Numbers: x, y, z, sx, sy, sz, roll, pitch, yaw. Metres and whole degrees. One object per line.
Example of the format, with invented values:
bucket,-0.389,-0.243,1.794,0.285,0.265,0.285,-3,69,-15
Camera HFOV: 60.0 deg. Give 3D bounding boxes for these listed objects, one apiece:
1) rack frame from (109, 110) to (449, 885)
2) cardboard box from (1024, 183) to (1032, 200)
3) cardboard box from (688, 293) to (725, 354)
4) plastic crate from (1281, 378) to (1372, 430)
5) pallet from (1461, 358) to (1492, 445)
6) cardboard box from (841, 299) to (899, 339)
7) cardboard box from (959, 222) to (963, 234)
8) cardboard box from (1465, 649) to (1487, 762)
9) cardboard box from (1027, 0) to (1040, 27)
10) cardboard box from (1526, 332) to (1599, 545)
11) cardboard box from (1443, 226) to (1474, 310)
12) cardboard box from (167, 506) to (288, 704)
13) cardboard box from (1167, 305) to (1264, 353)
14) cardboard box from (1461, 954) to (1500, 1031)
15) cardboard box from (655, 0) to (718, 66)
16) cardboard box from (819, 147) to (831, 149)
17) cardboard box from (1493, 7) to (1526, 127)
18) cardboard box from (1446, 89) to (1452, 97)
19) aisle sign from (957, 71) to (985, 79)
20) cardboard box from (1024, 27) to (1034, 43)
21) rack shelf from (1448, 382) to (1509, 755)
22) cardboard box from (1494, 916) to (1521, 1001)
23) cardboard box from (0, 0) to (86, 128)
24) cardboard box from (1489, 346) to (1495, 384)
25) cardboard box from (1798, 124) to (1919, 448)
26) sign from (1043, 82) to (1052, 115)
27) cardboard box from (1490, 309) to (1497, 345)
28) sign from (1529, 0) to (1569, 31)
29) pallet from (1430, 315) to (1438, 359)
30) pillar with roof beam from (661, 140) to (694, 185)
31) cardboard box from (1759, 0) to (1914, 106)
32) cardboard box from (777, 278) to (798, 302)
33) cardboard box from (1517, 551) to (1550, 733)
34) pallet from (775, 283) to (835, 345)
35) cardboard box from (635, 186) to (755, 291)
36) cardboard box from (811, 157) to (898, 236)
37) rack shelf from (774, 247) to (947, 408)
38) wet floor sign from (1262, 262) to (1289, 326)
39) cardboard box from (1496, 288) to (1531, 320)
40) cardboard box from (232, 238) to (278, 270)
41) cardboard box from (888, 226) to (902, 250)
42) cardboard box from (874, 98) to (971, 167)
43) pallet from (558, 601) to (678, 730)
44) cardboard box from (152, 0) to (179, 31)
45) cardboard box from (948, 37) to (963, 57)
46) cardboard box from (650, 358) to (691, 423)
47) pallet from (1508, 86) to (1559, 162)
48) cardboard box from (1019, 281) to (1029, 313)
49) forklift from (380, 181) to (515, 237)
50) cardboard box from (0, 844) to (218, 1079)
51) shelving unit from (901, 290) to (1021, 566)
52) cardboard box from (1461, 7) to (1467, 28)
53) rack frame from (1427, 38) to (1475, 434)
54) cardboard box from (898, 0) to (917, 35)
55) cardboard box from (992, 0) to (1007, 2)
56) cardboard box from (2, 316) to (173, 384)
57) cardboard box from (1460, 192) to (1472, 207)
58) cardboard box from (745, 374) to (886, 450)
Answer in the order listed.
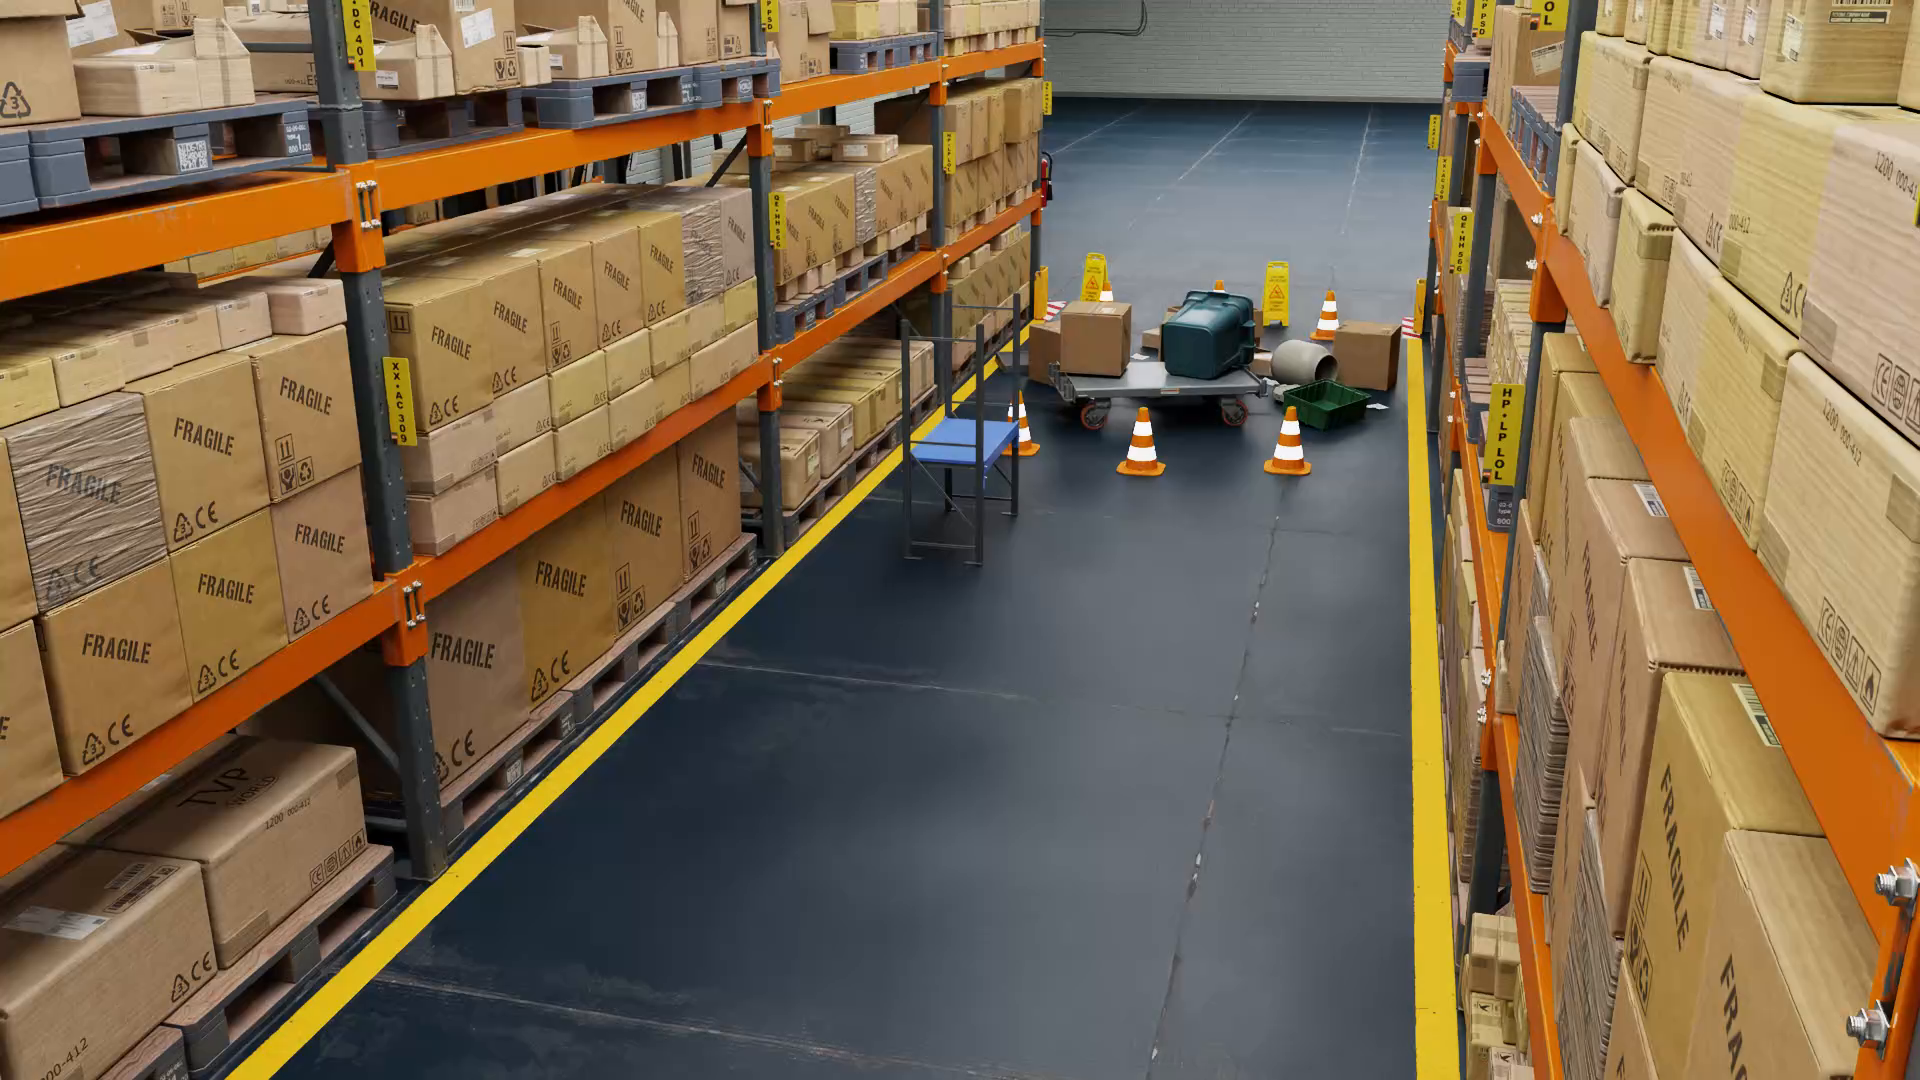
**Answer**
rack frame,-2.579,-0.099,6.338,1.000,3.000,0.127,5,19,13
cardboard box,0.515,-3.519,16.740,0.380,0.149,0.250,4,19,13
cardboard box,-1.595,-1.186,8.977,0.500,0.250,0.500,4,19,12
plastic crate,2.972,-1.102,13.535,0.450,0.188,0.662,29,33,36
pallet,3.152,-0.671,8.309,1.213,0.211,1.003,5,19,13
cardboard box,-0.740,-2.066,14.539,0.500,0.500,0.500,4,19,13
cardboard box,-0.189,-2.730,14.429,0.380,0.149,0.250,5,19,13
cardboard box,2.183,0.636,6.243,0.500,0.250,0.500,4,19,12
cardboard box,0.489,-5.168,16.309,0.500,0.250,0.500,4,19,13
cardboard box,1.899,-0.279,4.703,0.500,0.500,0.500,5,20,15
cardboard box,3.564,-1.837,11.269,0.500,0.500,0.500,5,19,13
cardboard box,-2.565,0.181,5.364,0.500,0.500,0.500,4,19,12
cardboard box,2.379,-1.929,15.556,0.797,0.503,0.637,-9,21,-24
cardboard box,1.845,1.499,5.419,0.380,0.149,0.250,4,19,11
cardboard box,-1.659,-2.693,8.487,0.700,0.500,0.500,4,19,11
cardboard box,-1.017,-2.869,13.183,0.500,0.500,0.500,5,20,15
cardboard box,2.710,-2.145,7.533,0.500,0.500,0.500,5,19,13
cardboard box,5.049,-3.970,15.768,0.875,0.550,0.550,5,19,13
aisle sign,0.068,-5.135,17.058,0.394,0.787,0.004,5,19,13
cardboard box,0.508,-4.947,16.278,0.380,0.149,0.250,5,19,14
rack shelf,2.734,-0.027,7.238,1.077,0.370,4.000,5,19,13
cardboard box,1.836,1.302,5.076,0.380,0.149,0.250,6,20,16
cardboard box,-2.877,-1.389,4.507,0.797,0.503,0.637,6,20,18
cardboard box,2.852,-0.865,8.319,0.380,0.149,0.250,6,20,16
cardboard box,1.134,-0.236,1.556,0.500,0.250,0.500,4,19,12
sign,0.886,-4.508,16.965,0.100,0.325,0.005,5,19,13
cardboard box,2.910,-1.079,8.484,0.380,0.149,0.250,6,20,16
sign,1.707,-1.633,4.779,0.100,0.325,0.005,5,19,13
pallet,5.058,-1.925,15.997,1.003,0.211,1.213,5,19,13
pillar with roof beam,0.135,-8.484,21.604,9.100,9.000,0.400,5,19,13
cardboard box,1.242,-0.629,2.090,0.380,0.149,0.250,5,19,14
cardboard box,-1.240,-1.606,10.488,0.380,0.149,0.250,3,19,10
cardboard box,1.767,0.363,4.370,0.500,0.500,0.500,5,19,13
pallet,-1.531,-1.494,10.718,1.213,0.211,1.003,5,19,13
cardboard box,-1.474,-1.691,9.296,0.500,0.500,0.500,4,19,12
cardboard box,-0.766,-2.514,12.143,0.500,0.500,0.500,5,20,15
rack shelf,-1.113,-1.640,11.960,1.077,0.370,4.000,5,19,13
wet floor sign,3.265,-2.553,17.163,0.267,0.644,0.232,1,19,4
cardboard box,2.859,-1.141,8.207,0.380,0.149,0.250,4,19,12
cardboard box,-5.695,-2.274,12.938,0.500,0.250,0.500,5,20,15
cardboard box,-0.651,-2.259,12.398,0.380,0.149,0.250,5,19,14
cardboard box,-0.307,-3.389,13.807,0.700,0.500,0.500,4,19,13
pallet,-2.167,0.589,8.637,1.003,0.211,1.213,5,19,13
cardboard box,-5.976,-3.831,11.662,0.700,0.500,0.500,4,19,12
cardboard box,-0.190,-4.063,13.691,0.380,0.149,0.250,5,19,13
cardboard box,-1.722,-0.785,8.578,0.500,0.250,0.500,4,19,13
pallet,2.750,-1.581,6.326,1.213,0.211,1.003,5,19,13
cardboard box,0.411,-2.476,16.900,0.500,0.250,0.500,5,19,13
forklift,-3.324,-1.692,11.107,1.130,2.935,3.031,4,19,12
cardboard box,-3.055,1.383,5.311,0.875,0.438,0.875,4,19,12
shelving unit,0.021,-0.736,10.523,0.538,1.500,1.048,5,19,13
cardboard box,3.979,-3.934,12.507,0.380,0.149,0.250,5,19,13
rack frame,4.200,-2.248,12.627,1.000,3.000,0.127,5,19,13
cardboard box,-0.627,-3.960,12.581,0.500,0.250,0.500,4,19,12
cardboard box,0.215,-4.926,14.983,0.380,0.149,0.250,5,20,15
cardboard box,-2.630,-0.573,5.019,0.380,0.149,0.250,4,19,13
cardboard box,4.279,-2.435,12.944,0.875,0.550,0.550,5,19,13
cardboard box,-1.091,-0.954,12.255,0.950,0.372,0.625,5,20,15
